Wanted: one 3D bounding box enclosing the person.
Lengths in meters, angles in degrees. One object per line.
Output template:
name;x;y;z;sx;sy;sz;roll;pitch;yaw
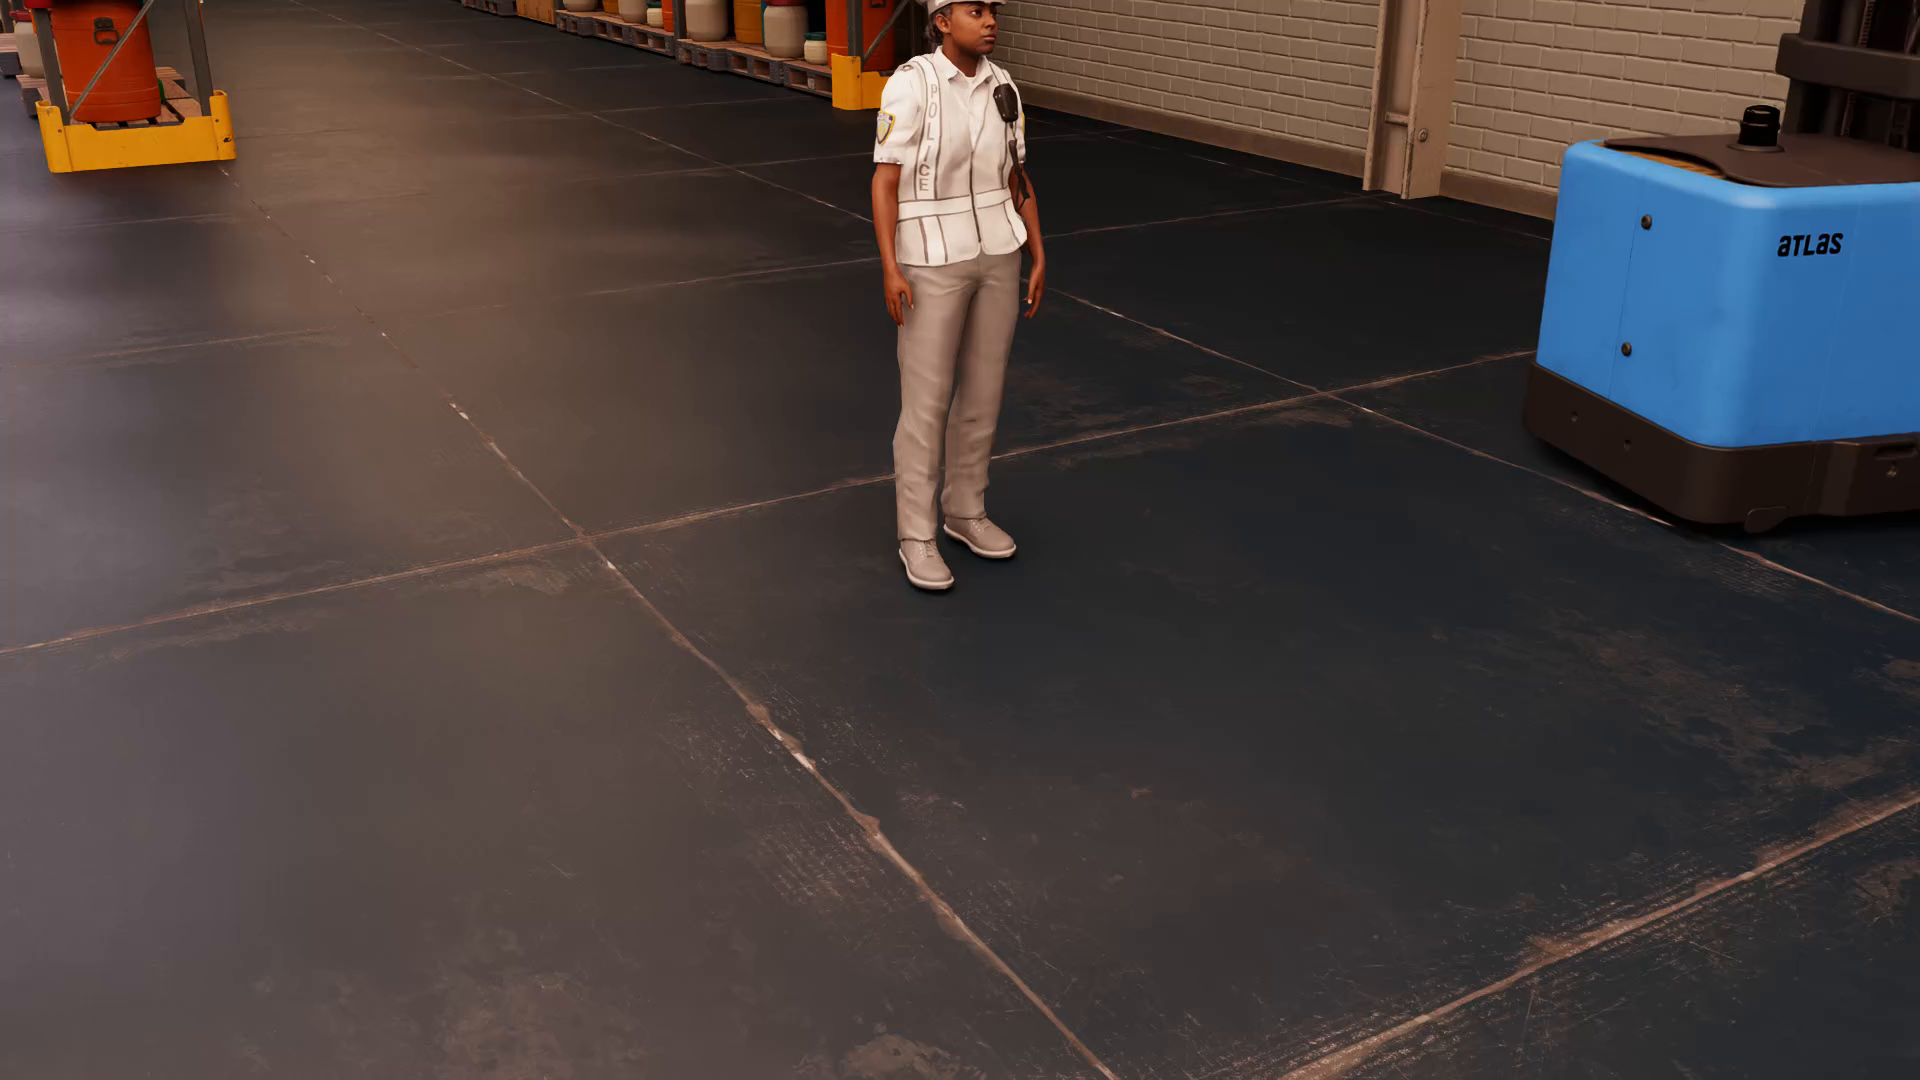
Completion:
person;0.021;-0.763;4.741;0.570;1.697;0.528;-12;25;-28

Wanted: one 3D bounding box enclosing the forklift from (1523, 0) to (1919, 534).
forklift;3.578;-1.655;5.308;3.031;2.935;1.130;-5;23;-12
